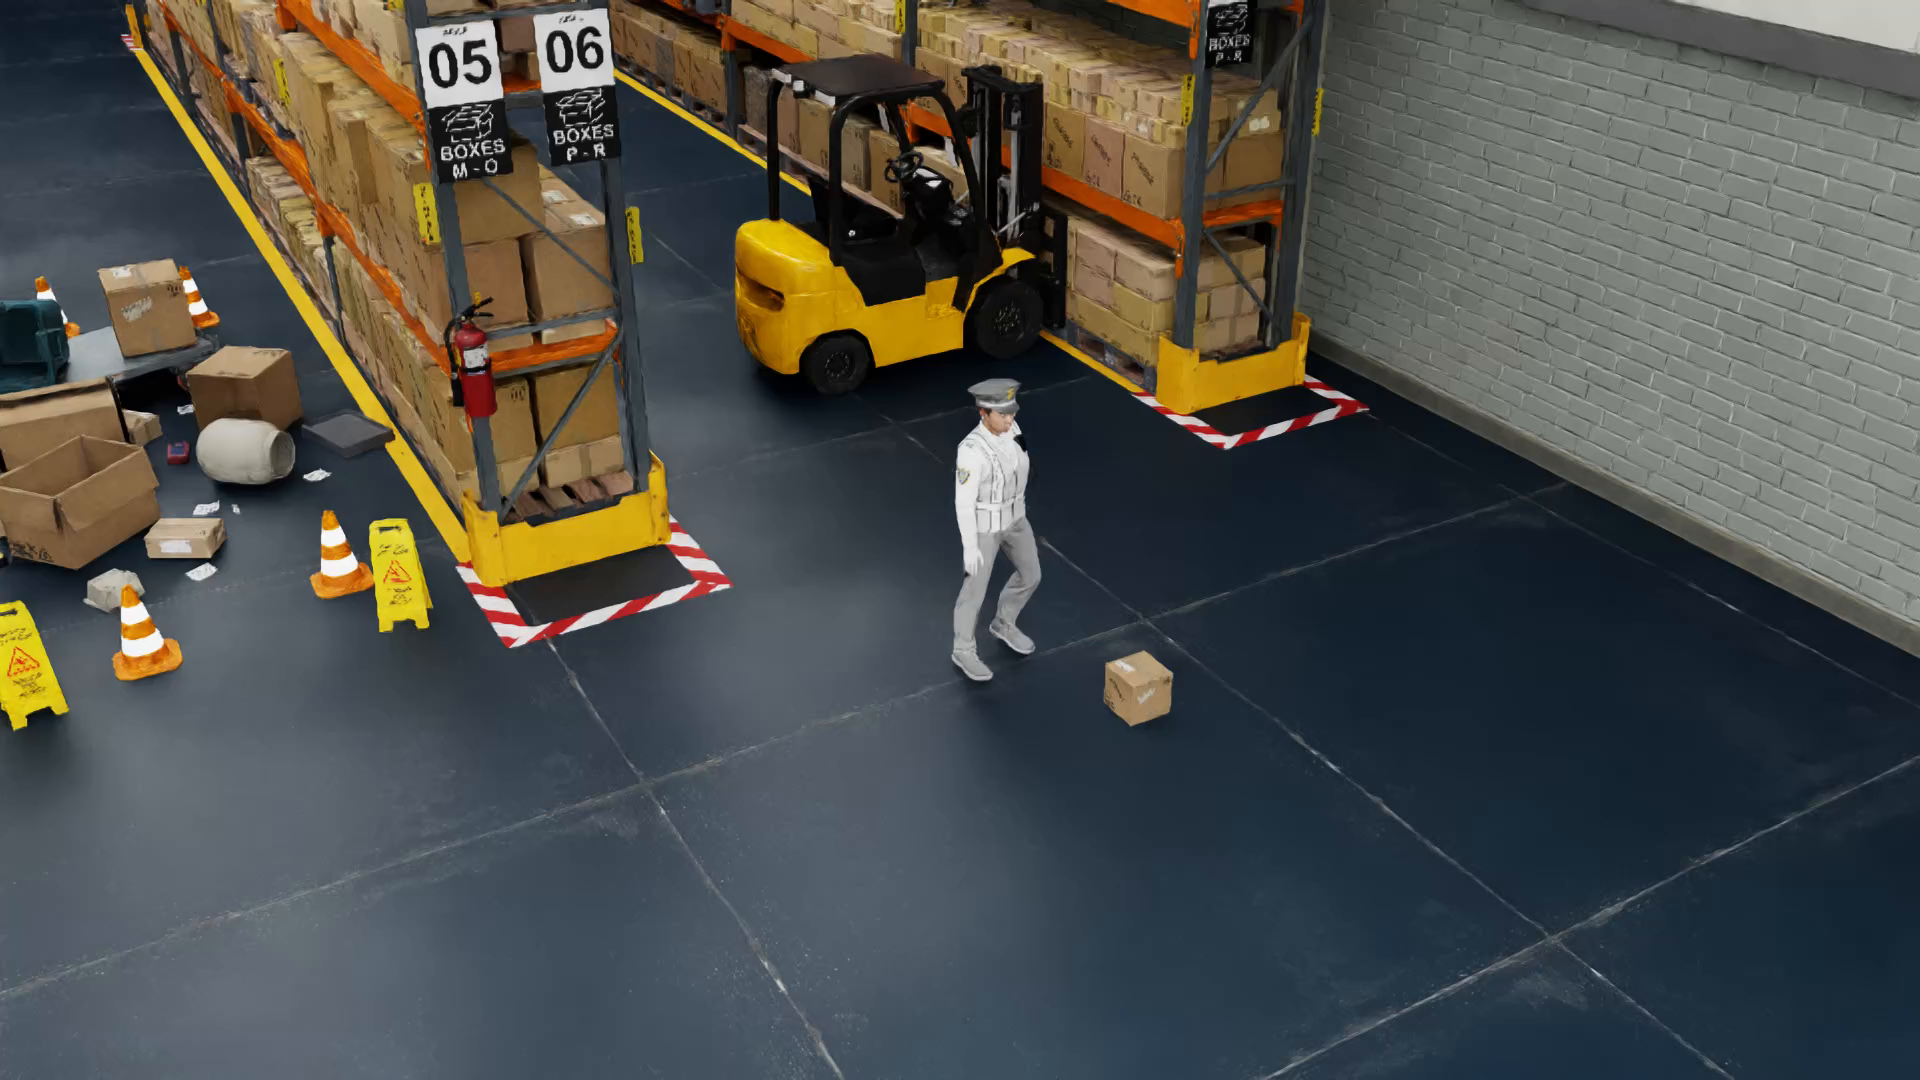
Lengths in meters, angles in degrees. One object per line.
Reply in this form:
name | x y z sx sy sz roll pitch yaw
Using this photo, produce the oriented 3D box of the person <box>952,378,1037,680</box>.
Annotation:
person | 0.171 -0.076 8.637 0.347 1.680 0.562 20 35 31
